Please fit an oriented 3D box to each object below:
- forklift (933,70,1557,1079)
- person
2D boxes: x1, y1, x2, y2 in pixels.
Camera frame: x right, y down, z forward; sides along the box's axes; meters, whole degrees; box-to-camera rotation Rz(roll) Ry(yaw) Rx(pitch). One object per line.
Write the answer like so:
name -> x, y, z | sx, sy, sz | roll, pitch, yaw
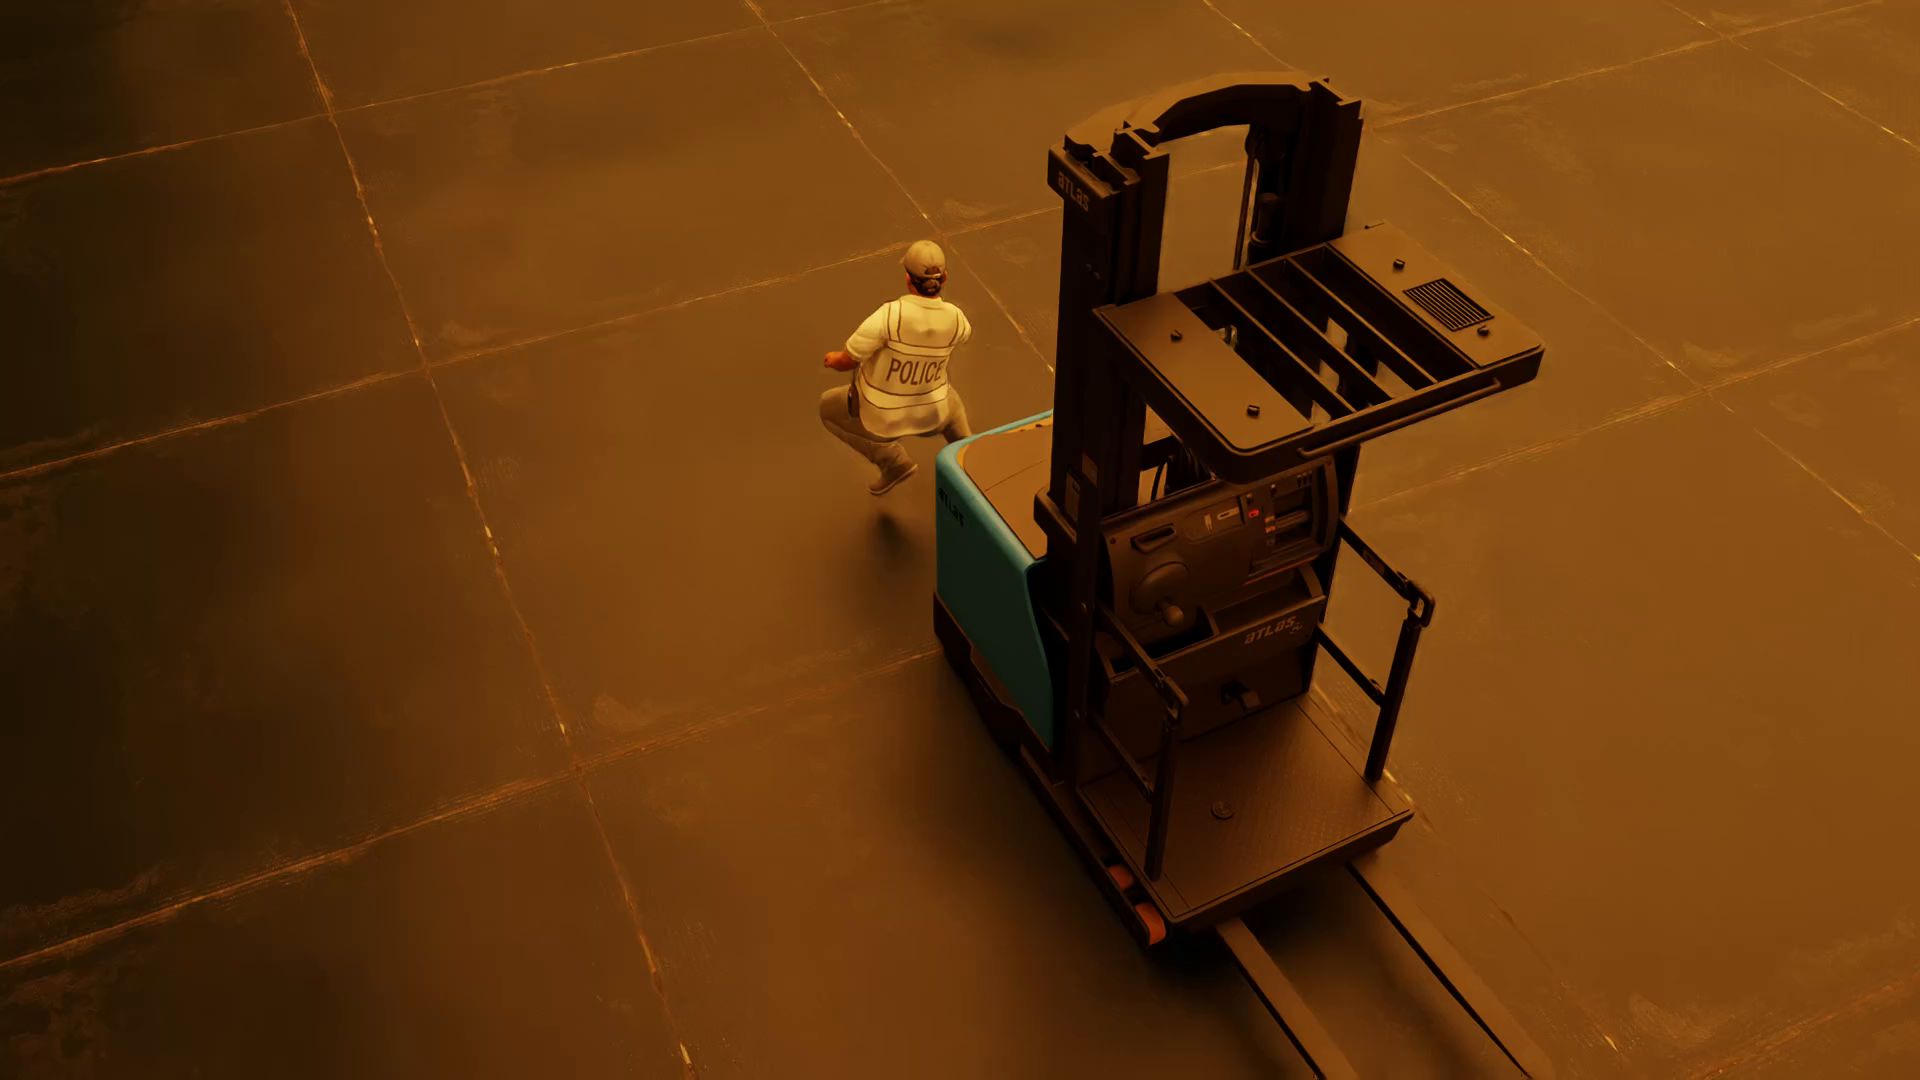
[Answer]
forklift -> 1.010, 0.086, 5.588 | 1.130, 2.935, 3.031 | -19, 46, -20
person -> -0.228, -0.765, 7.548 | 0.799, 1.492, 0.710 | -13, 45, -14
